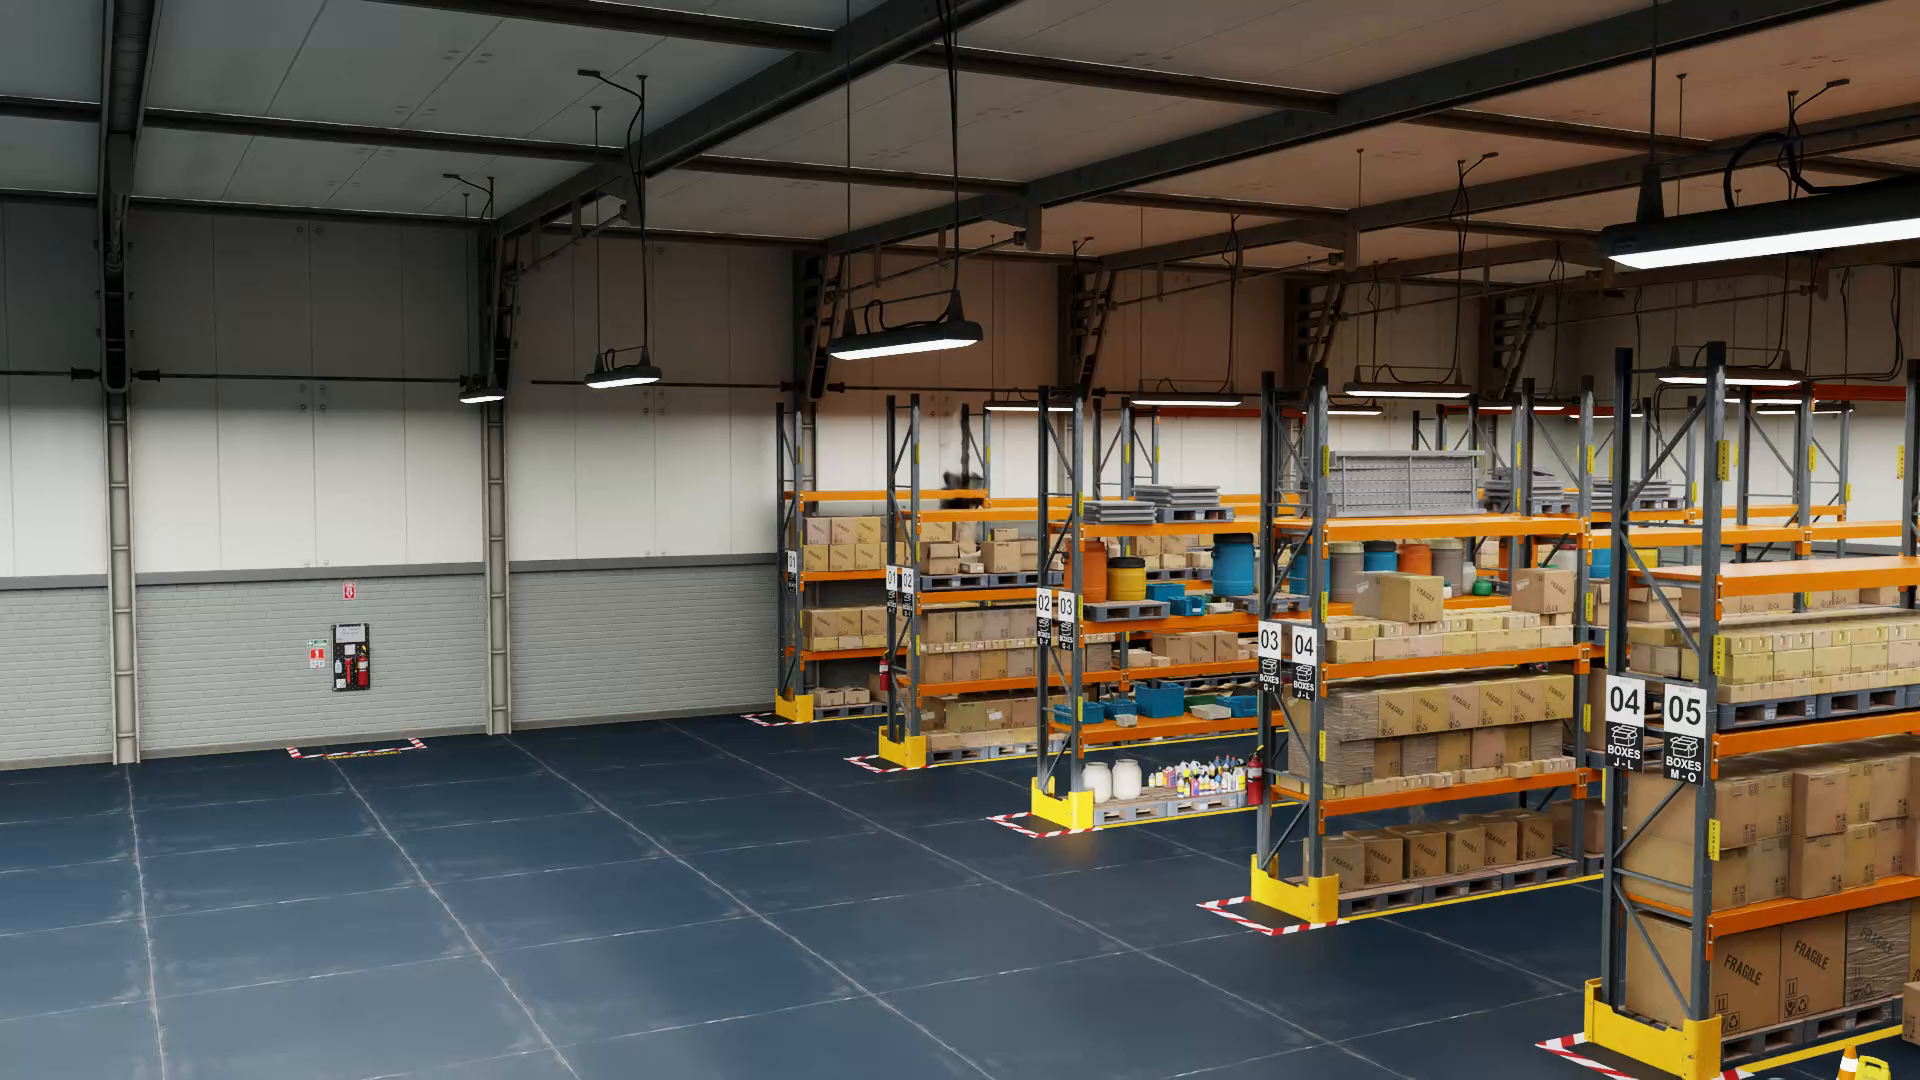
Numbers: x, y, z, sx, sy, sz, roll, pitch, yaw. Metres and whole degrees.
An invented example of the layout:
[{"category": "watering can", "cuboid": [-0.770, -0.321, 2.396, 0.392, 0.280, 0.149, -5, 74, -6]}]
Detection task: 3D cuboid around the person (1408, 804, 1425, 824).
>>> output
[{"category": "person", "cuboid": [6.056, 3.026, 22.267, 0.753, 1.832, 0.633, -3, 4, -41]}]
